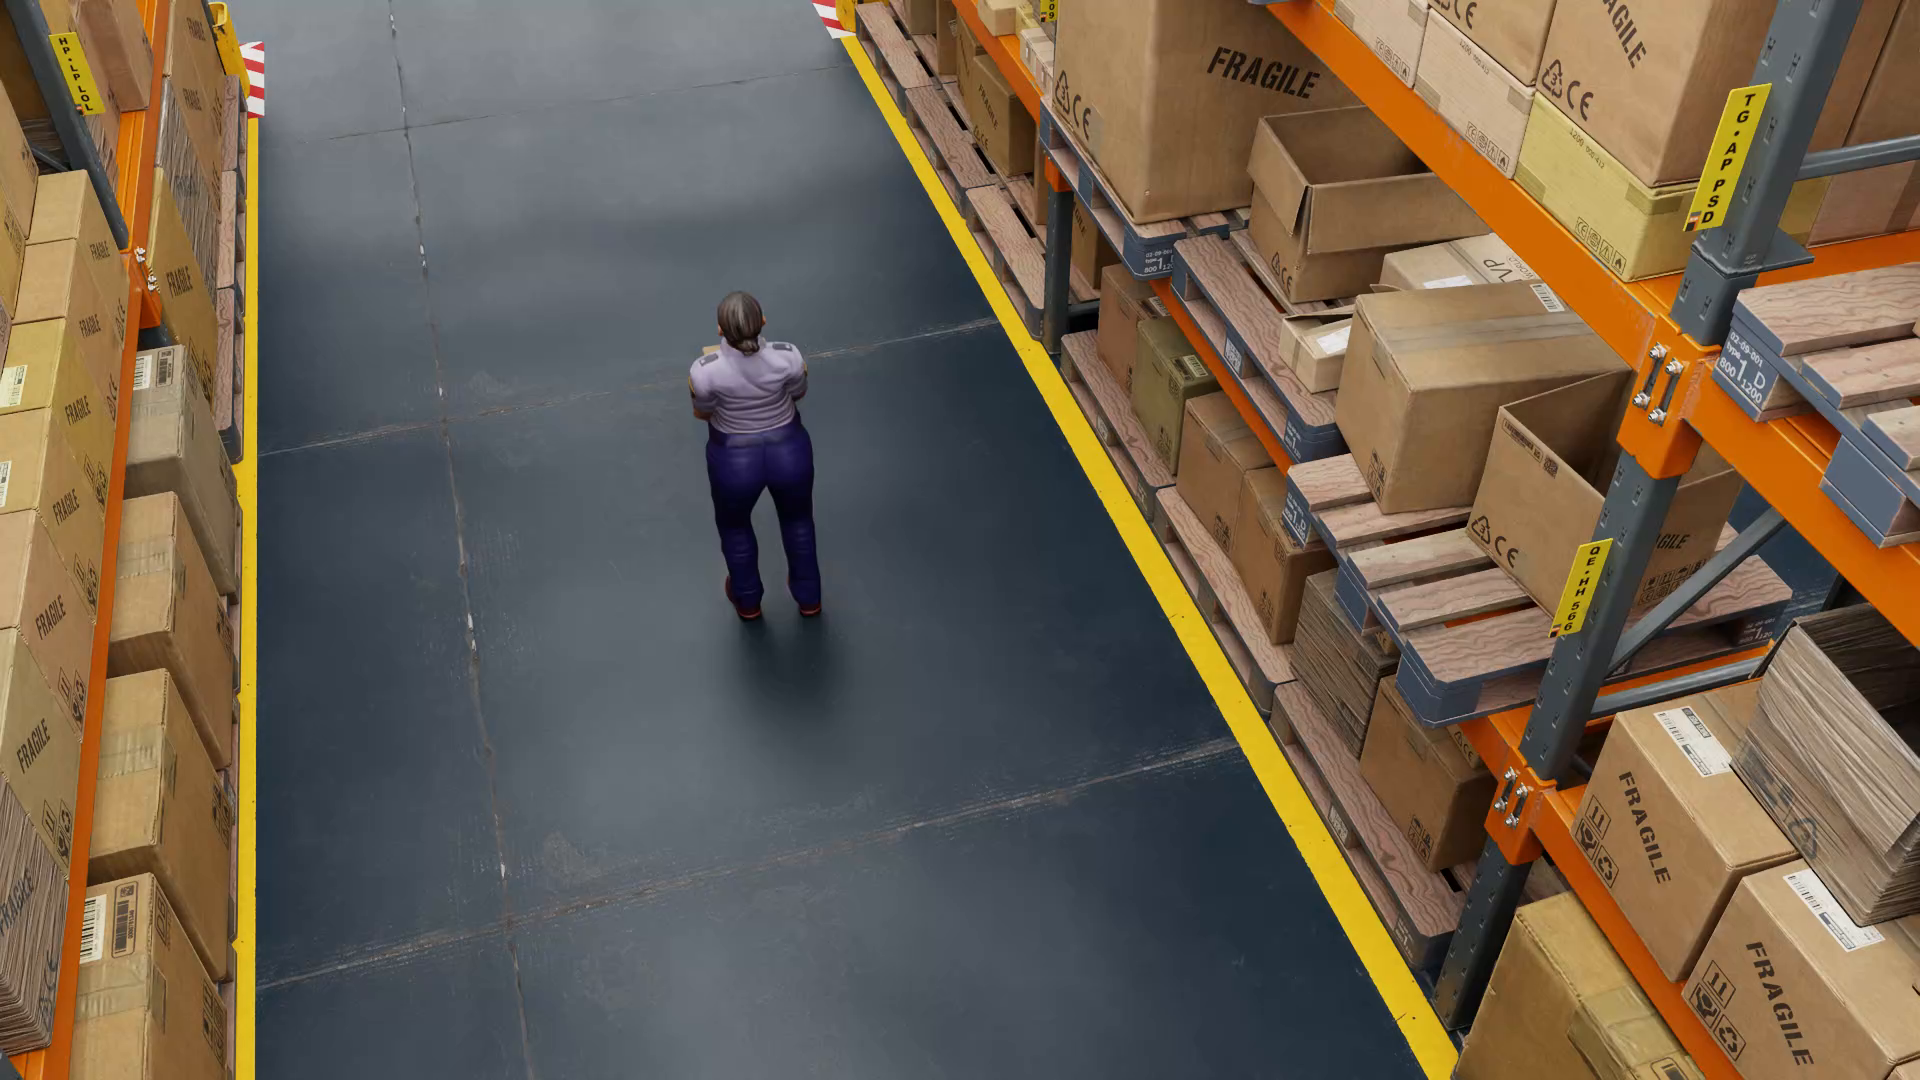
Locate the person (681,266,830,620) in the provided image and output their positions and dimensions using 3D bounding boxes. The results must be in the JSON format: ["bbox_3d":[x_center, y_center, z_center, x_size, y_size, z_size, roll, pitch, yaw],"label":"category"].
[{"bbox_3d":[-0.807,-0.344,6.542,0.555,1.652,0.416,-13,44,-14],"label":"person"}]
